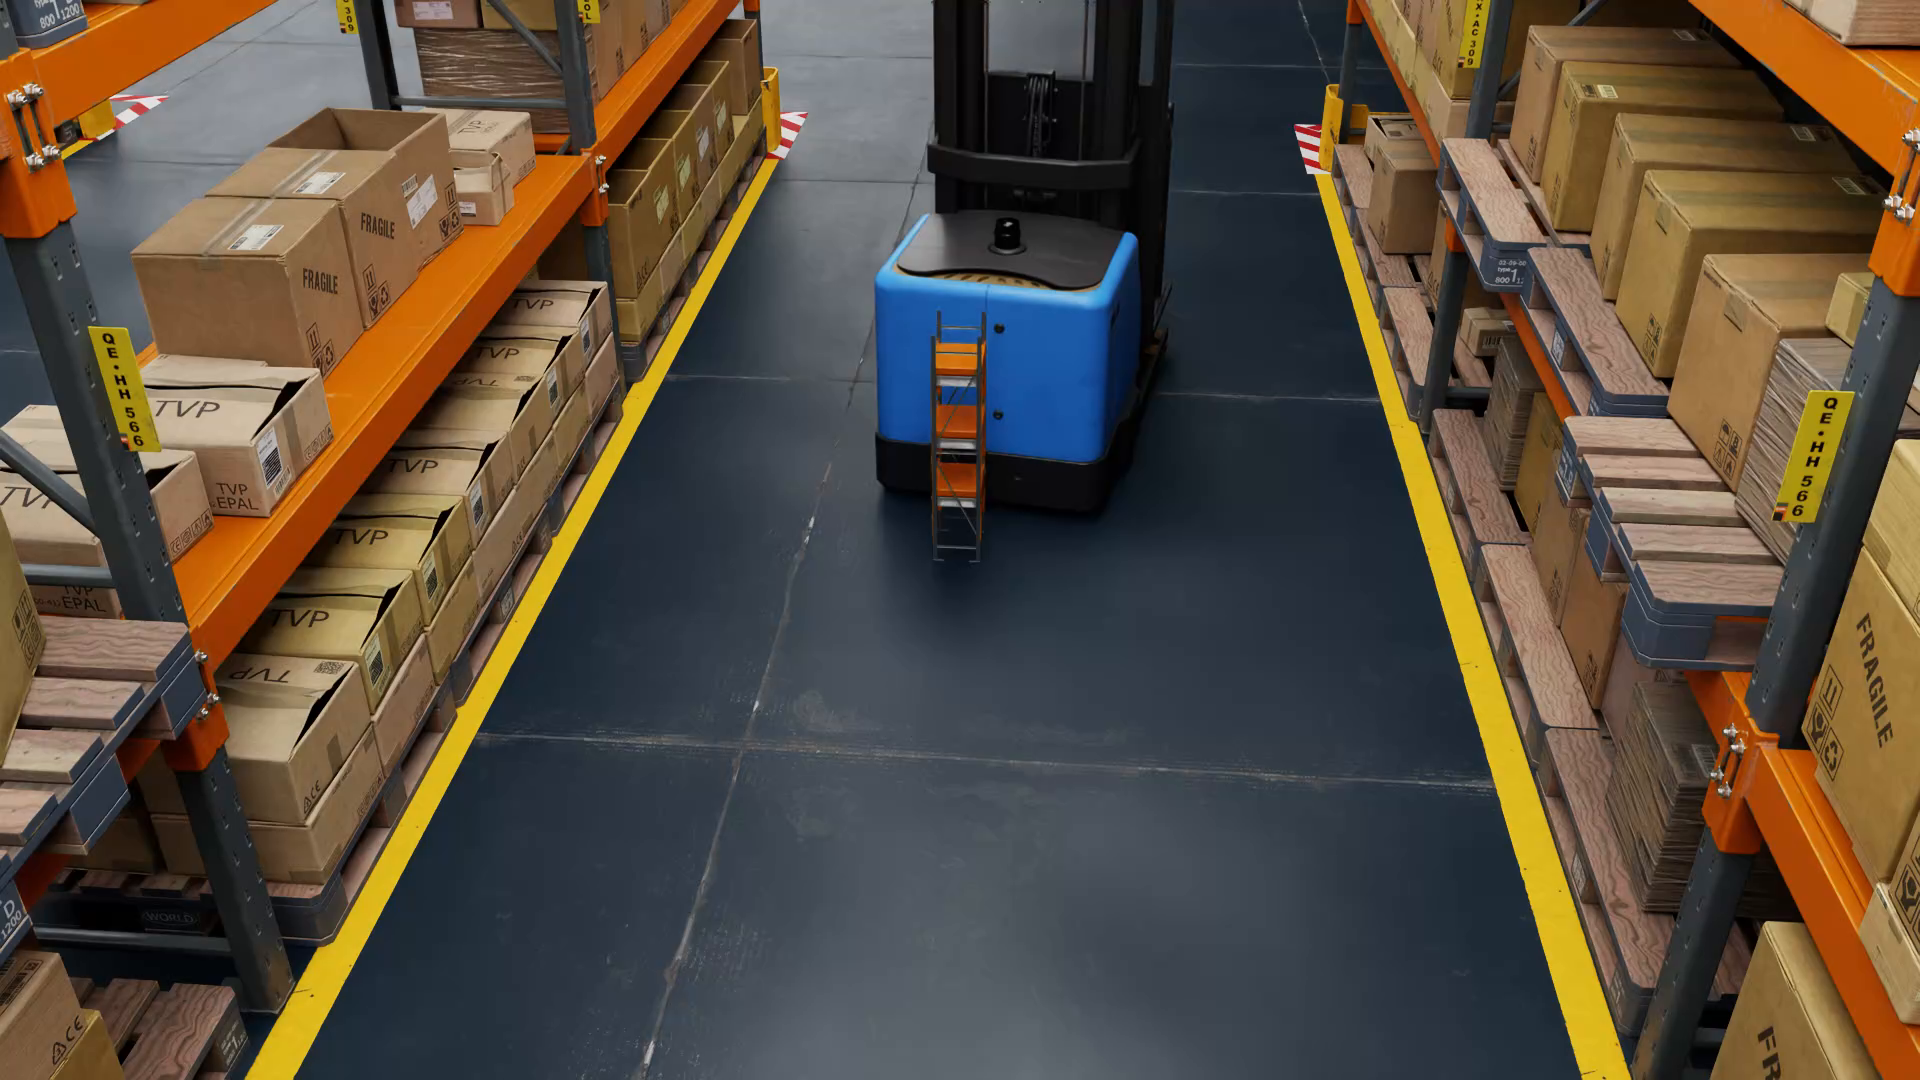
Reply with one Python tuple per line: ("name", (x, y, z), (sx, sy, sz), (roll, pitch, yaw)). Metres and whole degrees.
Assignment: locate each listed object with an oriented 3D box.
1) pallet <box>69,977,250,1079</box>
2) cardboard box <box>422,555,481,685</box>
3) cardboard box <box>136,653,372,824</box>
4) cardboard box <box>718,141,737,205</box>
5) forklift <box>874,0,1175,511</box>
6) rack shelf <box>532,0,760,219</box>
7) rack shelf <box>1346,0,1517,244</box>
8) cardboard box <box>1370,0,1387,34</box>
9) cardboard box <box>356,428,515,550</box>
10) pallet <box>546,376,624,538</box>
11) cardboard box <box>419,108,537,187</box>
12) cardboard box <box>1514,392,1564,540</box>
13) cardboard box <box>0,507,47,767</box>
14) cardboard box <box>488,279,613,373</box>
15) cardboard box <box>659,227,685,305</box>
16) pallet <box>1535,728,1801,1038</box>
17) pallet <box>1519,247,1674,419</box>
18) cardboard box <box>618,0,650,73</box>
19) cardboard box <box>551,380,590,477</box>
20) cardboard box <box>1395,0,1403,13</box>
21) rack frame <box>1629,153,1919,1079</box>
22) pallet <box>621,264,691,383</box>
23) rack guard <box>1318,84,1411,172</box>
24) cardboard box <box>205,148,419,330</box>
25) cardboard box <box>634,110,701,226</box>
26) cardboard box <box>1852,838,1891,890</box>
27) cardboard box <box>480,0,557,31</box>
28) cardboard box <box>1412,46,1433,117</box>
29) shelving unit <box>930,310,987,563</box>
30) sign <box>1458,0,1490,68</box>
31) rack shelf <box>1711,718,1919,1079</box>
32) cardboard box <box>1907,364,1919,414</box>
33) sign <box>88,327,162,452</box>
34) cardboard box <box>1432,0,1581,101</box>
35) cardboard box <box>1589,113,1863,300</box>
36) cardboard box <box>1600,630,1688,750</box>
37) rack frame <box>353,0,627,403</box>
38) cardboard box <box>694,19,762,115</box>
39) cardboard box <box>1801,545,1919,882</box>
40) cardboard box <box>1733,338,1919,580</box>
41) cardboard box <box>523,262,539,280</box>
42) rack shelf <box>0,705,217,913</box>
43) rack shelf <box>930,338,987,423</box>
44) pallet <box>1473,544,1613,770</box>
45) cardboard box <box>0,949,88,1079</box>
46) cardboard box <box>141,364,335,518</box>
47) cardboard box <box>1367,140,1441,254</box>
("pallet", (-2.618, 1.664, 4.349), (1.003, 0.211, 1.213), (2, 32, 4))
("cardboard box", (-2.108, 0.283, 6.152), (0.500, 0.250, 0.500), (2, 32, 3))
("cardboard box", (-2.184, 0.579, 5.137), (0.500, 0.311, 0.500), (3, 32, 6))
("cardboard box", (-1.685, -2.287, 10.323), (0.500, 0.250, 0.500), (2, 32, 4))
("forklift", (0.479, -2.137, 7.924), (1.130, 2.935, 3.031), (8, 32, 12))
("rack shelf", (-2.031, -2.743, 9.528), (1.077, 0.370, 4.000), (2, 32, 4))
("rack shelf", (2.907, -2.534, 9.188), (1.077, 0.370, 4.000), (2, 32, 4))
("cardboard box", (2.638, -3.051, 9.465), (0.500, 0.250, 0.500), (2, 32, 3))
("cardboard box", (-2.065, -0.231, 6.452), (0.500, 0.311, 0.500), (2, 32, 3))
("pallet", (-2.215, -0.430, 7.746), (1.003, 0.211, 1.213), (2, 32, 4))
("cardboard box", (-2.190, -1.681, 7.261), (0.500, 0.250, 0.500), (4, 32, 7))
("cardboard box", (2.708, -0.259, 6.775), (0.700, 0.500, 0.500), (2, 32, 3))
("cardboard box", (-2.458, 0.201, 3.570), (0.700, 0.500, 0.500), (-8, 33, -13))
("cardboard box", (-1.941, -1.027, 7.743), (0.500, 0.311, 0.500), (2, 32, 4))
("cardboard box", (-1.808, -1.503, 9.050), (0.500, 0.250, 0.500), (2, 32, 4))
("pallet", (2.483, 1.076, 5.303), (1.003, 0.211, 1.213), (2, 32, 4))
("pallet", (2.538, -0.658, 5.641), (1.003, 0.211, 1.213), (2, 32, 4))
("cardboard box", (-2.083, -2.817, 8.867), (0.700, 0.500, 0.500), (3, 32, 5))
("cardboard box", (-1.982, -0.518, 7.453), (0.500, 0.250, 0.500), (2, 32, 3))
("cardboard box", (2.602, -3.115, 8.854), (0.500, 0.500, 0.500), (3, 32, 6))
("rack frame", (2.418, 0.297, 3.908), (1.000, 3.000, 0.127), (2, 32, 4))
("pallet", (-2.087, -1.231, 9.046), (1.003, 0.211, 1.213), (2, 32, 4))
("rack guard", (3.063, -2.782, 11.288), (1.175, 0.500, 0.348), (2, 32, 4))
("cardboard box", (-2.356, -1.108, 6.094), (0.500, 0.500, 0.500), (3, 32, 4))
("cardboard box", (-1.763, -2.083, 9.277), (0.500, 0.500, 0.500), (2, 32, 4))
("cardboard box", (2.131, 0.689, 3.493), (0.380, 0.149, 0.250), (3, 32, 5))
("cardboard box", (-1.979, -2.455, 7.661), (0.380, 0.149, 0.250), (2, 32, 4))
("cardboard box", (2.529, -2.260, 8.182), (0.500, 0.250, 0.500), (3, 32, 4))
("shelving unit", (-0.004, -0.419, 6.929), (0.215, 1.050, 0.252), (2, 32, 4))
("sign", (2.202, -2.182, 7.106), (0.100, 0.325, 0.005), (2, 32, 4))
("rack shelf", (2.255, 1.649, 2.400), (1.077, 0.370, 4.000), (2, 32, 4))
("cardboard box", (2.416, -0.390, 3.891), (0.380, 0.149, 0.250), (-2, 32, -2))
("sign", (-1.978, -0.353, 3.936), (0.100, 0.325, 0.005), (2, 32, 4))
("cardboard box", (2.474, -2.319, 7.562), (0.500, 0.500, 0.500), (2, 32, 4))
("cardboard box", (2.593, -1.122, 5.697), (0.700, 0.500, 0.500), (7, 32, 11))
("cardboard box", (2.583, 0.531, 5.492), (0.700, 0.500, 0.500), (2, 32, 4))
("rack frame", (-2.194, -2.004, 7.643), (1.000, 3.000, 0.127), (2, 32, 4))
("cardboard box", (-1.615, -3.130, 10.975), (0.500, 0.500, 0.500), (2, 32, 4))
("cardboard box", (2.123, 0.363, 3.404), (0.500, 0.500, 0.500), (3, 32, 5))
("cardboard box", (2.446, -0.179, 4.166), (0.700, 0.500, 0.500), (-1, 32, -2))
("cardboard box", (-2.374, -1.264, 8.662), (0.500, 0.250, 0.500), (2, 32, 4))
("rack shelf", (-2.682, 1.440, 2.740), (1.077, 0.370, 4.000), (2, 32, 4))
("rack shelf", (-0.004, -0.652, 6.786), (0.215, 0.259, 0.240), (2, 32, 4))
("pallet", (2.585, 0.440, 6.335), (1.003, 0.211, 1.213), (2, 32, 4))
("cardboard box", (-2.362, 1.174, 3.734), (0.500, 0.250, 0.500), (4, 32, 6))
("cardboard box", (-2.254, -0.334, 5.017), (0.500, 0.311, 0.500), (2, 32, 3))
("cardboard box", (2.767, -1.971, 9.553), (0.700, 0.500, 0.500), (1, 32, 1))
